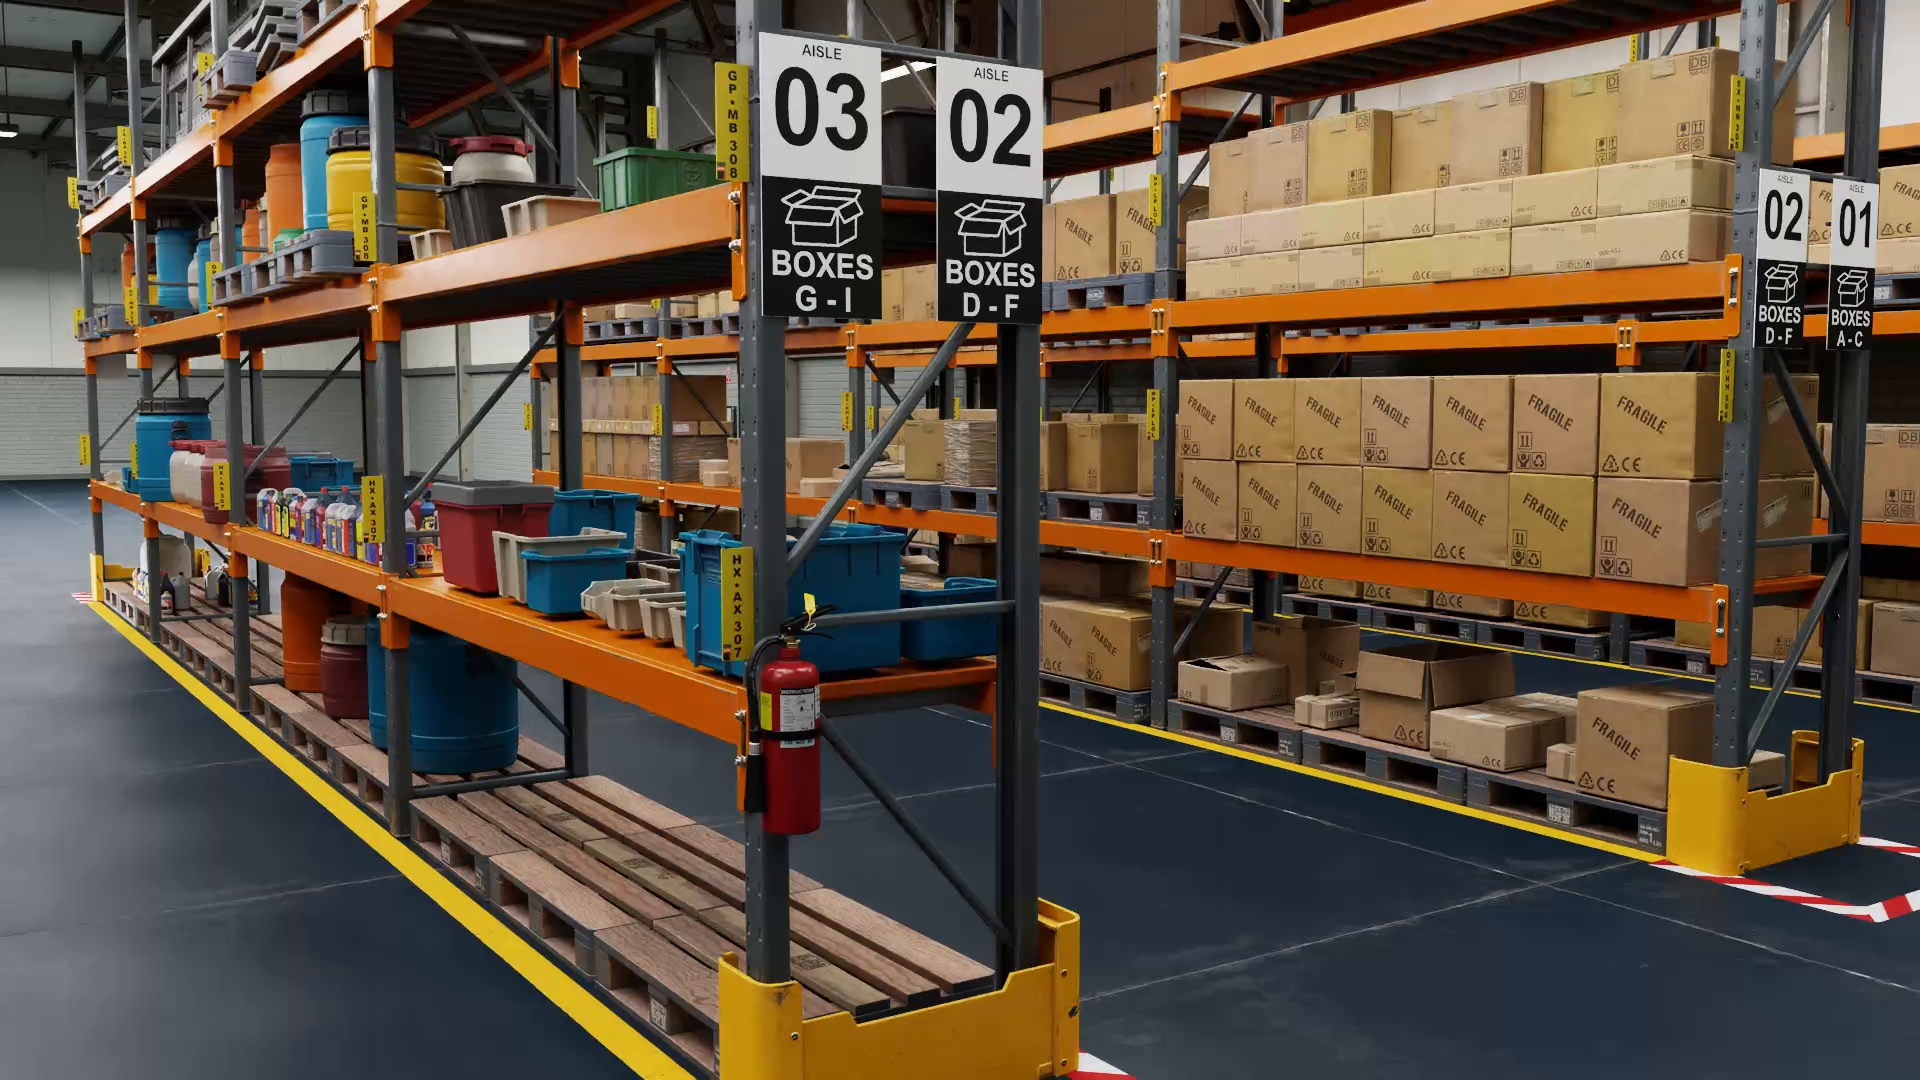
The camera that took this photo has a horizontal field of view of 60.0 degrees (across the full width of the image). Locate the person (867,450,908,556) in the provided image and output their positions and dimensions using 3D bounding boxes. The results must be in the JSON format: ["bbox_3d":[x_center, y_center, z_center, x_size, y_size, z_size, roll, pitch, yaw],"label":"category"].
[{"bbox_3d":[-0.783,-0.139,17.793,0.538,1.652,0.413,-3,6,-33],"label":"person"}]
